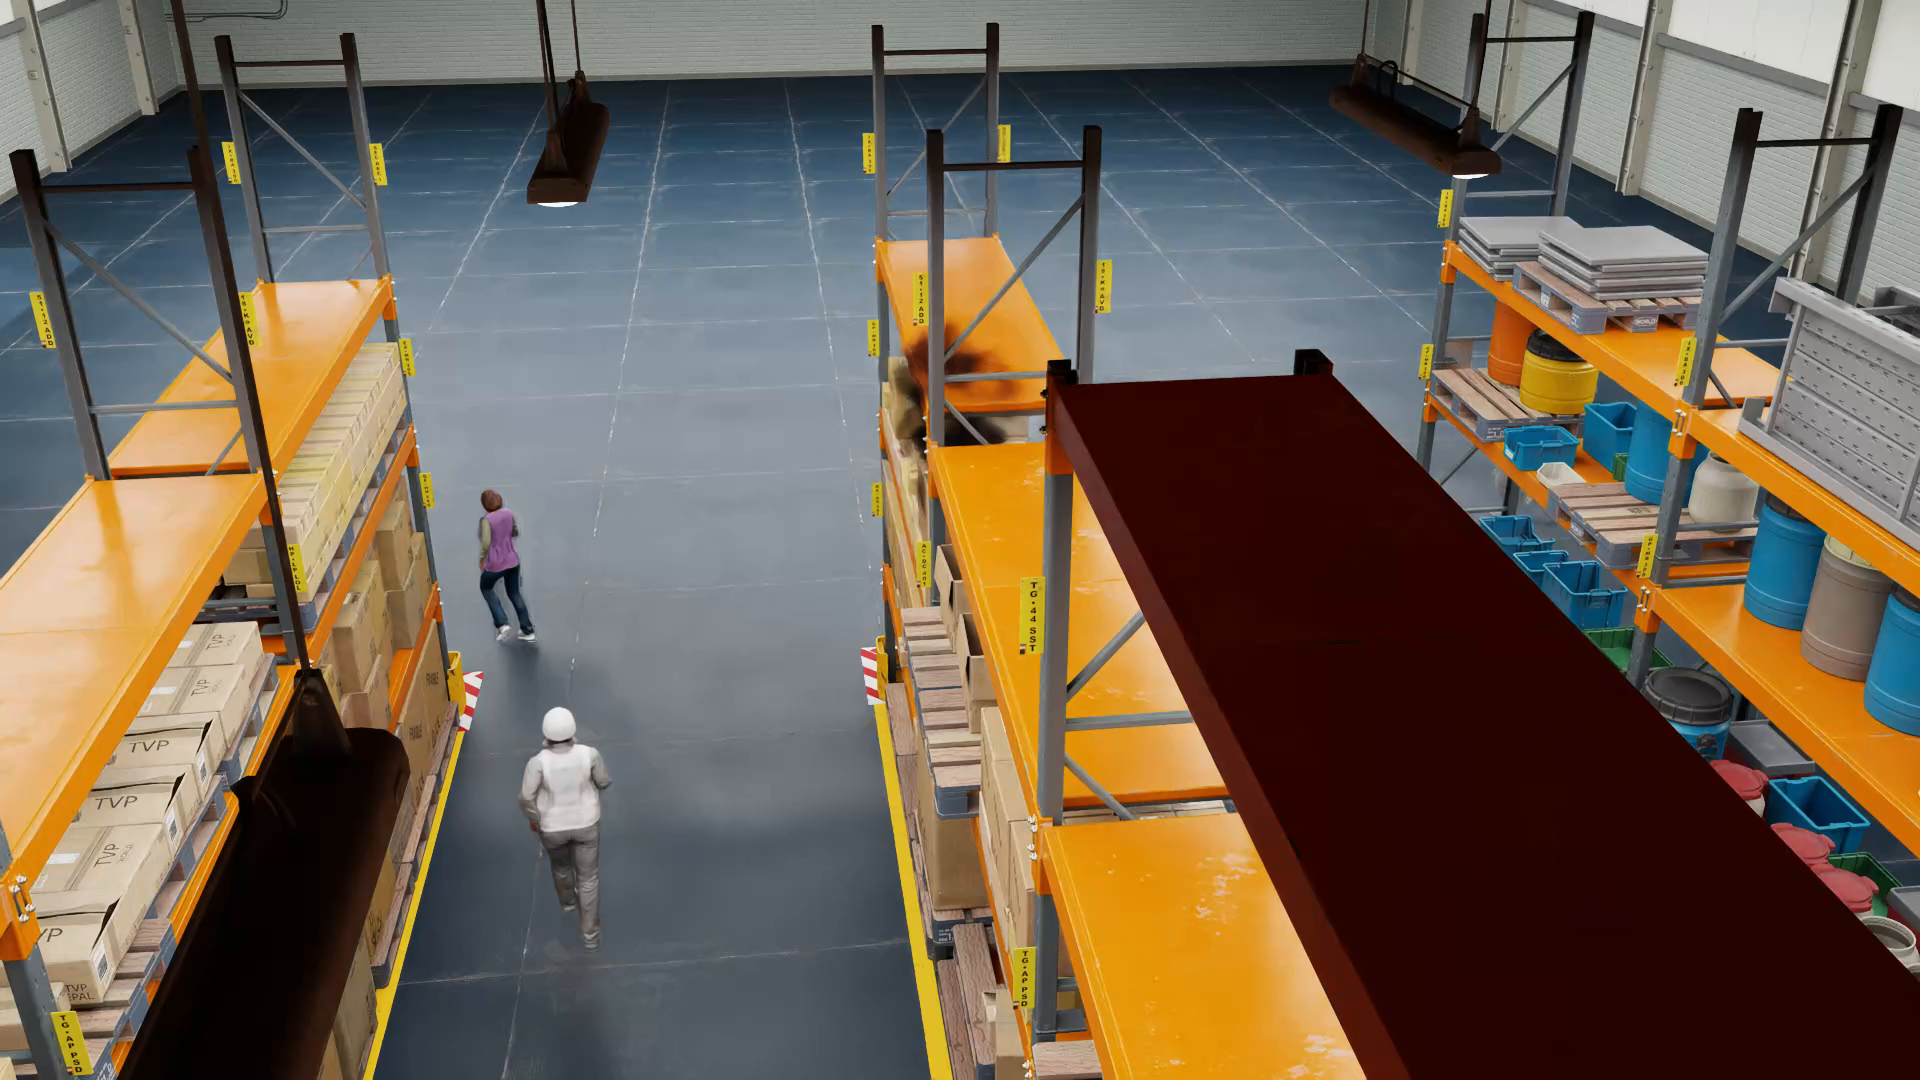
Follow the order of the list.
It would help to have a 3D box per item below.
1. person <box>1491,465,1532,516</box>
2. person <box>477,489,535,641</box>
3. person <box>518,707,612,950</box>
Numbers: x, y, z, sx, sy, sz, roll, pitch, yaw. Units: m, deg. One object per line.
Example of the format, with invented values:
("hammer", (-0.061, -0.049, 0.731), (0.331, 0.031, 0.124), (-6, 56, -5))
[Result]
("person", (6.331, -1.012, 18.741), (0.551, 1.659, 0.624), (8, 27, 16))
("person", (-4.470, 0.270, 16.121), (0.685, 1.632, 0.561), (21, 32, 37))
("person", (-2.709, 1.994, 11.593), (0.610, 1.820, 0.846), (-4, 26, -9))
